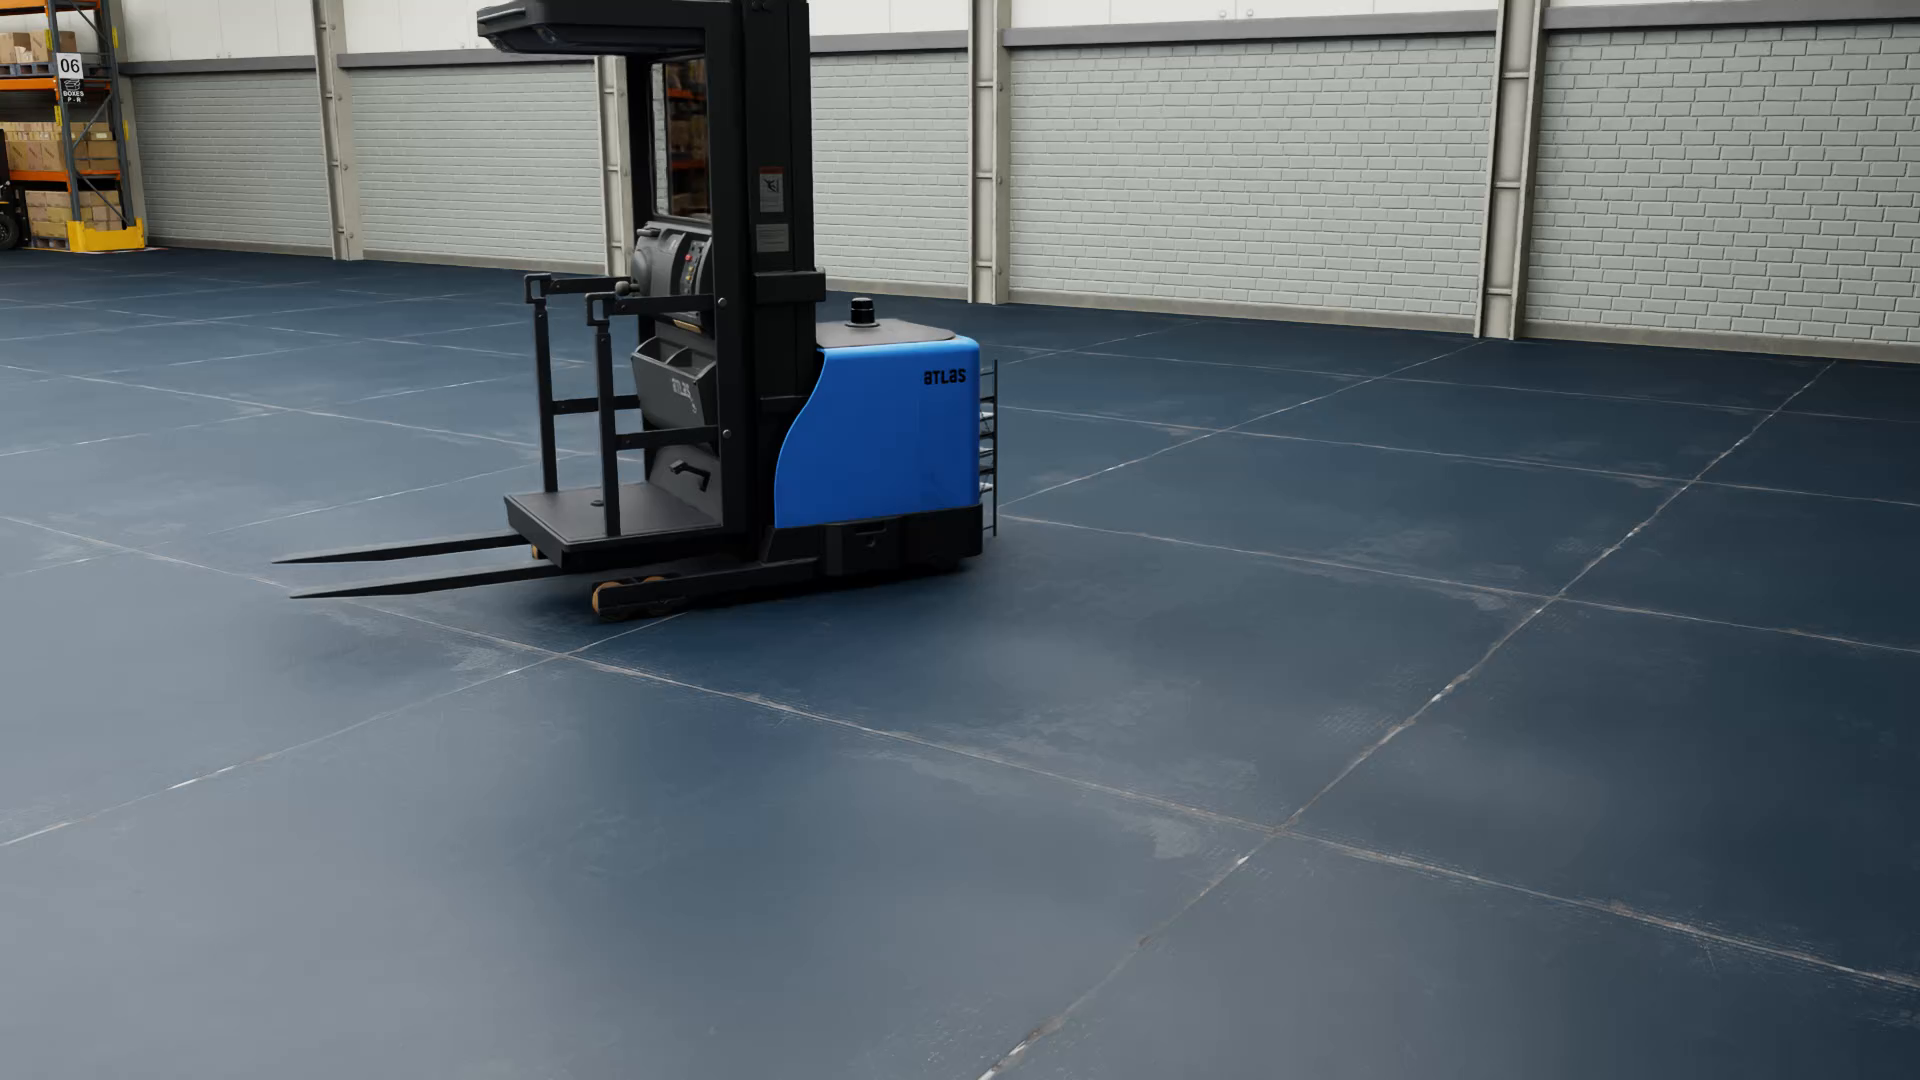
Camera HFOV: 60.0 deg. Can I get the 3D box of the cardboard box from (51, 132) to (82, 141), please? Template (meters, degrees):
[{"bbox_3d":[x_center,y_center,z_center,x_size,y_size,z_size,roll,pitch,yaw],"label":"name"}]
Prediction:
[{"bbox_3d":[-14.966,-6.762,27.839,0.250,0.149,0.380,9,17,34],"label":"cardboard box"}]

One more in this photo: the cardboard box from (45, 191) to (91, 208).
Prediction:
[{"bbox_3d":[-15.078,-5.762,28.124,0.500,0.250,0.500,10,17,35],"label":"cardboard box"}]

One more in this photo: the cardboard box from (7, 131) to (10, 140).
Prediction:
[{"bbox_3d":[-16.201,-6.981,28.722,0.250,0.149,0.380,9,17,32],"label":"cardboard box"}]

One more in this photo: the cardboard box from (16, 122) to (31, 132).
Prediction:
[{"bbox_3d":[-15.834,-7.039,28.340,0.250,0.149,0.380,10,17,34],"label":"cardboard box"}]

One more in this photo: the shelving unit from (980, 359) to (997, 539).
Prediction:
[{"bbox_3d":[0.029,-0.442,8.234,0.210,0.900,0.258,10,17,34],"label":"shelving unit"}]

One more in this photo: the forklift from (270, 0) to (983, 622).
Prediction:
[{"bbox_3d":[-1.439,-1.226,7.177,3.031,2.935,1.130,-7,16,-27],"label":"forklift"}]

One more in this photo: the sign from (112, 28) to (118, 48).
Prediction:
[{"bbox_3d":[-14.207,-8.437,27.935,0.005,0.325,0.100,9,17,33],"label":"sign"}]

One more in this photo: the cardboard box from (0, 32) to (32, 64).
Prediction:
[{"bbox_3d":[-15.819,-8.333,28.210,0.500,0.500,0.700,9,17,33],"label":"cardboard box"}]

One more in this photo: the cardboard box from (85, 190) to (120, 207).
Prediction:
[{"bbox_3d":[-14.815,-5.865,28.539,0.500,0.250,0.500,9,16,32],"label":"cardboard box"}]

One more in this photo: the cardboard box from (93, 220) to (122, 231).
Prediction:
[{"bbox_3d":[-14.820,-5.382,28.670,0.500,0.250,0.500,9,17,33],"label":"cardboard box"}]

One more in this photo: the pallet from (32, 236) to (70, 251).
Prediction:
[{"bbox_3d":[-15.180,-5.149,28.682,1.213,0.211,1.003,9,17,33],"label":"pallet"}]

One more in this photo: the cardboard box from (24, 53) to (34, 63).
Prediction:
[{"bbox_3d":[-15.379,-8.045,27.778,0.250,0.149,0.380,9,16,31],"label":"cardboard box"}]

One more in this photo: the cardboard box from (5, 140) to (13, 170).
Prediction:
[{"bbox_3d":[-16.351,-6.675,28.839,0.500,0.500,0.500,9,17,33],"label":"cardboard box"}]

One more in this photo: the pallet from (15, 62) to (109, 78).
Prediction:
[{"bbox_3d":[-15.094,-7.921,28.021,1.213,0.211,1.003,9,17,33],"label":"pallet"}]

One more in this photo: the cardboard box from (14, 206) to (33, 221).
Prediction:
[{"bbox_3d":[-15.950,-5.657,28.741,0.500,0.250,0.500,9,16,32],"label":"cardboard box"}]

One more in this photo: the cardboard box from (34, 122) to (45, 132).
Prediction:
[{"bbox_3d":[-15.391,-6.978,28.094,0.250,0.149,0.380,10,17,34],"label":"cardboard box"}]

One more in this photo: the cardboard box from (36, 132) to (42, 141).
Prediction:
[{"bbox_3d":[-15.376,-6.837,28.143,0.250,0.149,0.380,10,17,34],"label":"cardboard box"}]

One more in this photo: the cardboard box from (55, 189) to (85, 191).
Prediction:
[{"bbox_3d":[-15.641,-6.000,29.086,0.500,0.250,0.500,9,17,32],"label":"cardboard box"}]

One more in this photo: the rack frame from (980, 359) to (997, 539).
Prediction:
[{"bbox_3d":[0.112,-0.427,8.177,0.006,0.900,0.240,10,17,34],"label":"rack frame"}]

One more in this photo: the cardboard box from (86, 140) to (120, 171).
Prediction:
[{"bbox_3d":[-14.778,-6.578,28.446,0.500,0.500,0.500,10,17,35],"label":"cardboard box"}]

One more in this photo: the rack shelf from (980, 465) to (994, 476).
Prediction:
[{"bbox_3d":[0.029,-0.322,8.264,0.200,0.077,0.258,10,17,34],"label":"rack shelf"}]

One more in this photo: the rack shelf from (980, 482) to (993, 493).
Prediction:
[{"bbox_3d":[0.029,-0.234,8.285,0.200,0.077,0.258,10,17,34],"label":"rack shelf"}]

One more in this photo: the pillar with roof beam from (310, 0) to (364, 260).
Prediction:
[{"bbox_3d":[-12.021,-7.930,21.631,0.400,9.000,9.100,9,17,33],"label":"pillar with roof beam"}]

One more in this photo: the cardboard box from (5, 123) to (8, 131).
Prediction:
[{"bbox_3d":[-16.213,-7.126,28.691,0.250,0.149,0.380,9,17,34],"label":"cardboard box"}]

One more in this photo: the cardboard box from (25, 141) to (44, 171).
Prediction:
[{"bbox_3d":[-15.502,-6.541,28.298,0.500,0.500,0.500,10,17,35],"label":"cardboard box"}]

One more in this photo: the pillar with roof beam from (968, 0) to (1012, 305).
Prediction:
[{"bbox_3d":[-2.063,-6.321,15.130,0.400,9.000,9.100,9,17,33],"label":"pillar with roof beam"}]

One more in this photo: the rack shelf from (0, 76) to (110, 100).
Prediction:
[{"bbox_3d":[-16.181,-7.783,28.776,4.000,0.370,1.077,9,17,33],"label":"rack shelf"}]

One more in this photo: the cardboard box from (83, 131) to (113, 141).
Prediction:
[{"bbox_3d":[-14.658,-6.868,28.269,0.250,0.149,0.380,9,16,31],"label":"cardboard box"}]

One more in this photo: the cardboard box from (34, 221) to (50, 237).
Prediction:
[{"bbox_3d":[-15.495,-5.346,28.523,0.500,0.250,0.500,9,17,33],"label":"cardboard box"}]

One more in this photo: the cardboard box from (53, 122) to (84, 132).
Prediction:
[{"bbox_3d":[-14.937,-6.922,27.865,0.250,0.149,0.380,9,17,33],"label":"cardboard box"}]

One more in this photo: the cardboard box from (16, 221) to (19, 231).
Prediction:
[{"bbox_3d":[-16.349,-5.480,29.065,0.500,0.250,0.500,10,17,35],"label":"cardboard box"}]

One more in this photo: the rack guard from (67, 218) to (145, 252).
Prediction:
[{"bbox_3d":[-14.502,-5.191,28.254,0.348,0.500,1.175,9,17,33],"label":"rack guard"}]

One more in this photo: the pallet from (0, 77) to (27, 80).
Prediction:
[{"bbox_3d":[-17.119,-8.248,29.342,1.213,0.211,1.003,9,17,33],"label":"pallet"}]

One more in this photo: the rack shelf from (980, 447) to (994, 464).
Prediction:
[{"bbox_3d":[0.029,-0.409,8.242,0.200,0.077,0.258,10,17,34],"label":"rack shelf"}]

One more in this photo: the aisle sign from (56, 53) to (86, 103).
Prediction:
[{"bbox_3d":[-14.631,-7.602,27.382,0.004,0.787,0.394,9,17,33],"label":"aisle sign"}]

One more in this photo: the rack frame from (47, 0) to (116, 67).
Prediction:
[{"bbox_3d":[-14.522,-9.320,27.246,0.127,3.000,1.000,9,17,33],"label":"rack frame"}]

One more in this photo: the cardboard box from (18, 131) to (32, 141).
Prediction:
[{"bbox_3d":[-15.823,-6.899,28.393,0.250,0.149,0.380,9,16,31],"label":"cardboard box"}]

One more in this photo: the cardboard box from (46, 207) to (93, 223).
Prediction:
[{"bbox_3d":[-15.100,-5.523,28.198,0.500,0.250,0.500,9,16,32],"label":"cardboard box"}]

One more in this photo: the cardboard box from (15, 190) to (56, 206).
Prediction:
[{"bbox_3d":[-15.929,-5.895,28.662,0.500,0.250,0.500,9,17,34],"label":"cardboard box"}]

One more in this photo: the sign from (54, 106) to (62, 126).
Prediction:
[{"bbox_3d":[-14.836,-6.979,27.369,0.005,0.325,0.100,9,17,33],"label":"sign"}]
